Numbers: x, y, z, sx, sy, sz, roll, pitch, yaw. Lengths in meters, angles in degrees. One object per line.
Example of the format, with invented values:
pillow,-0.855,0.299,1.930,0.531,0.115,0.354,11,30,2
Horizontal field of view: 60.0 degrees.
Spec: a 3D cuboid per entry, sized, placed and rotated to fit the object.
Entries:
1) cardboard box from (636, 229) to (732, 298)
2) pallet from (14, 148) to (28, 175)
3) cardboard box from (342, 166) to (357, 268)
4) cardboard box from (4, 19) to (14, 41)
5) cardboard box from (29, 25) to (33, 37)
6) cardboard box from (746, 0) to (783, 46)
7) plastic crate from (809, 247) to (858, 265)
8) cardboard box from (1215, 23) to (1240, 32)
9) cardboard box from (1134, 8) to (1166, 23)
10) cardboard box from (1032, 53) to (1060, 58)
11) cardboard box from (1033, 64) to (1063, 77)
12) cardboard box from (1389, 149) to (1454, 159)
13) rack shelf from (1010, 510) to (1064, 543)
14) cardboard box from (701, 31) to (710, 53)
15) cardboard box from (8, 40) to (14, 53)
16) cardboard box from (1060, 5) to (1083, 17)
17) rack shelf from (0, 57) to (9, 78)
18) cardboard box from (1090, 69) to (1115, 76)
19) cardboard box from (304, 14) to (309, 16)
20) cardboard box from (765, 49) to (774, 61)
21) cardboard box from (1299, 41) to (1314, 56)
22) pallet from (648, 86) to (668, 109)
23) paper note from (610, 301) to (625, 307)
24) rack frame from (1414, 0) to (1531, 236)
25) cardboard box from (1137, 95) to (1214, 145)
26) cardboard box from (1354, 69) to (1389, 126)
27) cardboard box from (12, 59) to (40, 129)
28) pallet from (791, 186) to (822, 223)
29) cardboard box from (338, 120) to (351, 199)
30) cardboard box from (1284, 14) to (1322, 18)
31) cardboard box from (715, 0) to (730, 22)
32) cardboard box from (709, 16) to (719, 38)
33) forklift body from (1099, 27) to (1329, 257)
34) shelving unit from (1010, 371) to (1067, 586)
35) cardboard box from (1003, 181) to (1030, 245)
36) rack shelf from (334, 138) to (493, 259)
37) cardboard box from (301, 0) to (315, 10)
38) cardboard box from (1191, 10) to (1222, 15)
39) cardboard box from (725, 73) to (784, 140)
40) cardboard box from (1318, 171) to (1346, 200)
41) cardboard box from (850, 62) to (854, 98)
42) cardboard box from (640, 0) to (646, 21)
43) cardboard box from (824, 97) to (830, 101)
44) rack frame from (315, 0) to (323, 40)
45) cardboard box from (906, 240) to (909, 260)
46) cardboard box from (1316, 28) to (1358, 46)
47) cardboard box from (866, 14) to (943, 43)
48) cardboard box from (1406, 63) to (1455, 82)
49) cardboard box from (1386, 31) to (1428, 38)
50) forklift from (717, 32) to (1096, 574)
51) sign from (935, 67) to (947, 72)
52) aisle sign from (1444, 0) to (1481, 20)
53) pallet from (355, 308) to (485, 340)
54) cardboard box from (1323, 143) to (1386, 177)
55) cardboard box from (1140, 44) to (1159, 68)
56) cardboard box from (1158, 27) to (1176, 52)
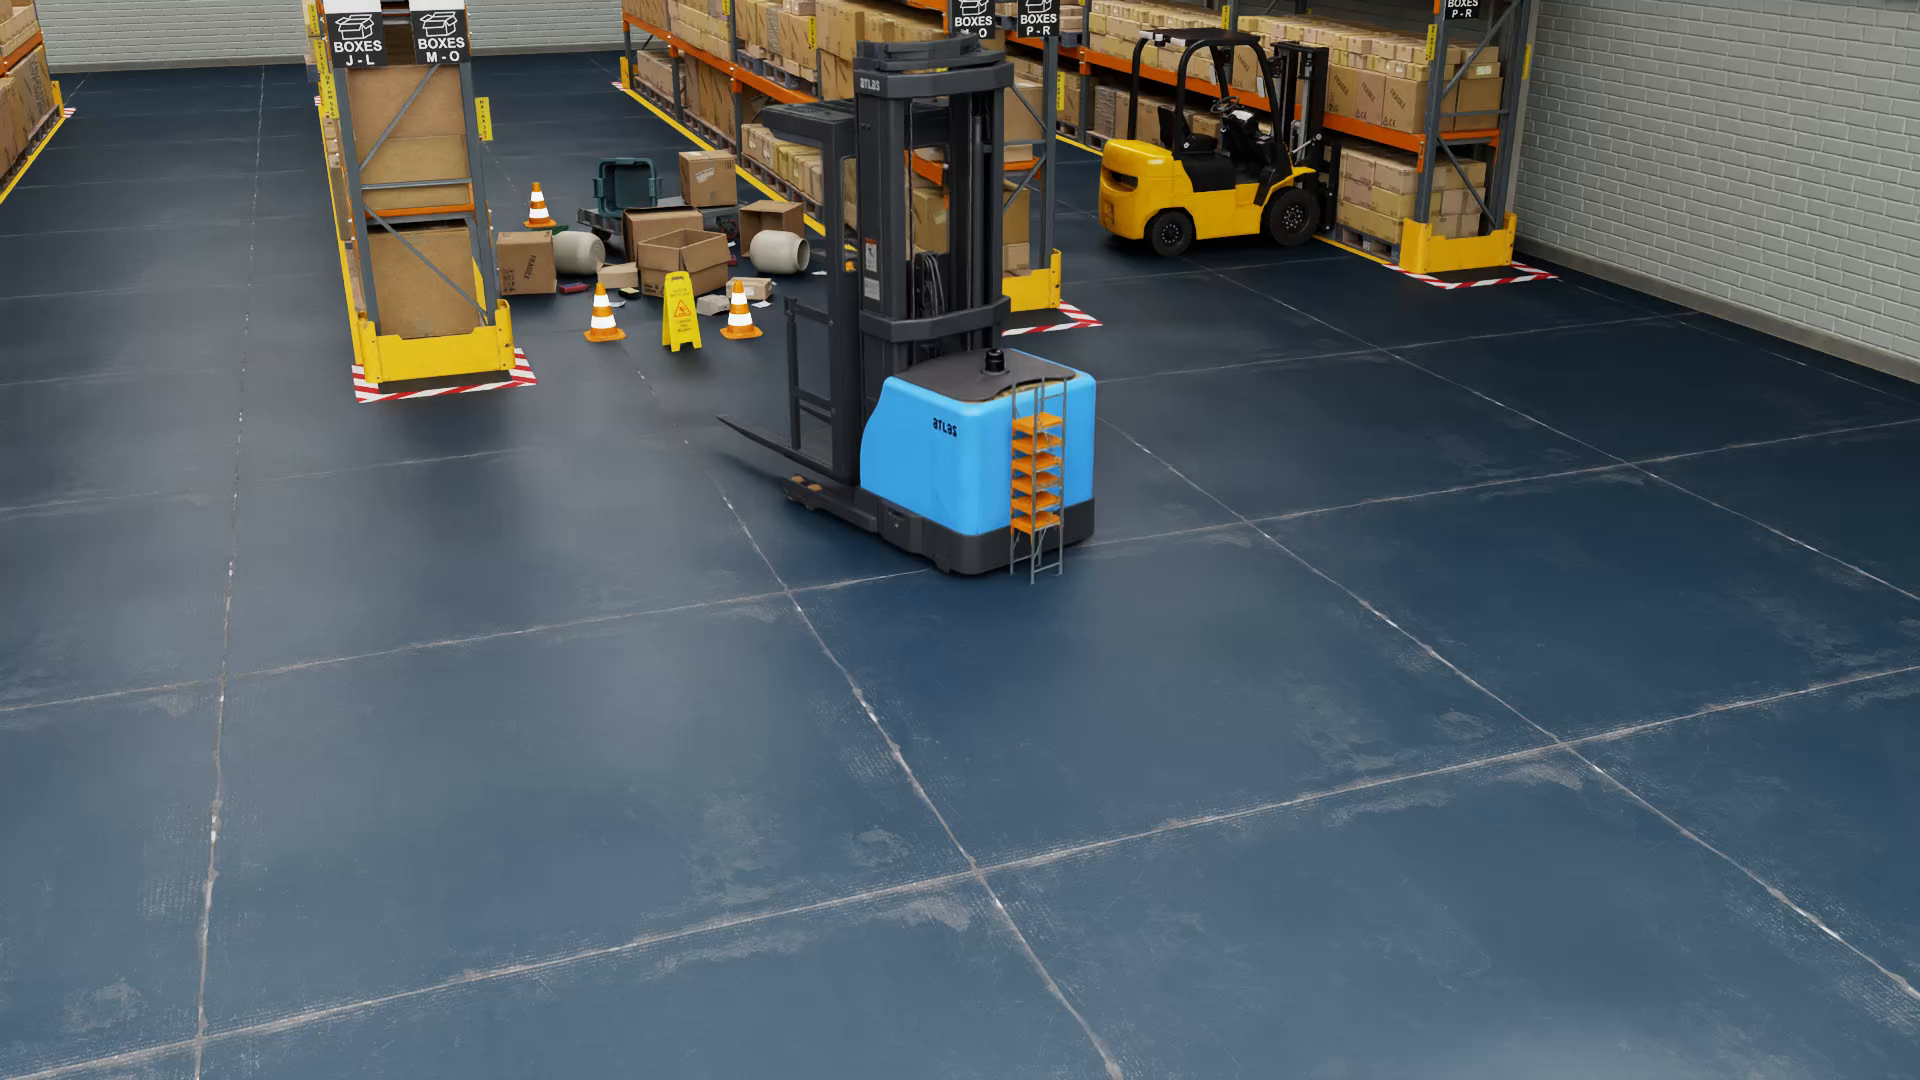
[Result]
cardboard box,-2.625,-2.627,15.835,0.637,0.503,0.797,12,26,27
pallet,-12.804,-4.932,21.680,1.003,0.211,1.213,-8,24,-19
cardboard box,-5.488,-3.200,16.176,0.875,0.875,0.875,-8,24,-18
cardboard box,-13.239,-6.943,22.671,0.500,0.250,0.500,-8,24,-19
cardboard box,-13.857,-7.464,24.420,0.380,0.149,0.250,-8,24,-18
cardboard box,-2.329,-6.386,20.488,0.500,0.500,0.500,-7,24,-16
plastic crate,-1.262,-2.912,17.055,0.402,0.080,0.583,-18,29,-37
cardboard box,3.264,-6.061,19.804,0.380,0.149,0.250,-7,24,-17
cardboard box,2.483,-6.797,21.551,0.380,0.149,0.250,-8,24,-18
cardboard box,1.358,-7.594,26.247,0.380,0.149,0.250,-8,24,-18
cardboard box,1.326,-7.047,24.949,0.380,0.149,0.250,-10,25,-22
cardboard box,4.833,-3.938,17.443,0.500,0.250,0.500,-8,24,-19
rack shelf,0.446,-0.084,9.637,0.258,0.103,0.180,-18,29,-36
cardboard box,-3.242,-6.841,22.812,0.500,0.250,0.500,-9,24,-20
cardboard box,-13.126,-6.716,22.645,0.380,0.149,0.250,-8,24,-17
cardboard box,1.504,-7.539,23.928,0.500,0.250,0.500,-10,25,-21
rack shelf,-12.440,-5.429,20.195,1.077,0.370,4.000,-8,24,-19
cardboard box,2.056,-6.828,24.431,0.380,0.149,0.250,-8,24,-18
cardboard box,-8.016,-6.516,20.865,0.380,0.149,0.250,-8,24,-19
cardboard box,-2.164,-5.935,20.252,0.380,0.149,0.250,-7,24,-16
cardboard box,3.885,-5.346,18.109,0.380,0.149,0.250,-9,25,-21
pallet,-4.506,-7.293,27.281,1.003,0.211,1.213,-8,24,-19
paper note,-3.182,-2.189,15.407,0.144,0.017,0.142,0,23,-1
rack frame,5.006,-4.169,16.279,1.000,3.000,0.127,-8,24,-19
cardboard box,2.864,-5.466,21.872,0.875,0.625,0.625,-9,25,-21
cardboard box,4.412,-4.548,17.049,0.500,0.500,0.500,-8,24,-17
cardboard box,-13.623,-6.279,23.481,0.875,0.875,0.875,-8,24,-19
pallet,-1.326,-3.938,19.321,1.003,0.211,1.213,-8,24,-19
cardboard box,-4.620,-3.165,13.705,0.875,0.550,0.550,-8,24,-19
cardboard box,3.988,-6.030,19.348,0.380,0.149,0.250,-8,24,-19
cardboard box,-2.890,-7.052,21.704,0.500,0.500,0.500,-9,24,-20
cardboard box,-3.056,-6.882,22.265,0.500,0.250,0.500,-9,24,-20
forklift body,2.629,-4.217,17.485,2.313,2.155,1.214,-8,24,-19
shelving unit,0.446,-0.346,9.527,0.258,1.200,0.189,-18,29,-36
cardboard box,0.328,-3.098,15.773,0.500,0.500,0.500,-9,25,-21
rack shelf,-4.938,-3.166,14.826,1.077,0.370,4.000,-8,24,-19
cardboard box,-8.762,-7.277,22.669,0.380,0.149,0.250,-7,24,-16
cardboard box,3.174,-6.685,21.285,0.380,0.149,0.250,-8,24,-19
cardboard box,-2.629,-5.870,22.510,0.875,0.875,0.875,-9,24,-19
cardboard box,4.172,-3.828,17.827,0.500,0.250,0.500,-9,24,-20
cardboard box,-0.790,-4.562,16.699,0.500,0.500,0.500,-9,24,-19
cardboard box,-4.827,-8.585,26.629,0.500,0.500,0.500,-8,24,-17
cardboard box,-1.238,-4.666,17.781,0.380,0.149,0.250,-8,24,-19
rack frame,-7.058,-5.678,19.858,1.000,3.000,0.127,-8,24,-19
cardboard box,-0.349,-2.859,16.171,0.500,0.250,0.500,-8,24,-19
cardboard box,4.062,-5.403,17.859,0.380,0.149,0.250,-8,24,-19
cardboard box,-0.469,-4.642,15.603,0.700,0.500,0.500,-9,24,-20
cardboard box,4.621,-4.602,16.342,0.380,0.149,0.250,-8,24,-18
cardboard box,4.729,-5.289,17.590,0.380,0.149,0.250,-9,24,-20
forklift,-0.505,-1.652,10.396,1.130,2.935,3.031,-18,29,-36
sign,-0.163,-4.097,14.211,0.100,0.325,0.005,-8,24,-19
aisle sign,4.754,-5.303,15.622,0.394,0.787,0.004,-8,24,-19
pallet,-4.587,-1.765,14.167,1.003,0.211,1.213,-8,24,-19
cardboard box,4.178,-4.047,17.703,0.500,0.250,0.500,-8,24,-18
cardboard box,2.651,-6.254,21.418,0.500,0.250,0.500,-8,24,-17
cardboard box,2.817,-6.299,20.883,0.500,0.250,0.500,-8,24,-18
